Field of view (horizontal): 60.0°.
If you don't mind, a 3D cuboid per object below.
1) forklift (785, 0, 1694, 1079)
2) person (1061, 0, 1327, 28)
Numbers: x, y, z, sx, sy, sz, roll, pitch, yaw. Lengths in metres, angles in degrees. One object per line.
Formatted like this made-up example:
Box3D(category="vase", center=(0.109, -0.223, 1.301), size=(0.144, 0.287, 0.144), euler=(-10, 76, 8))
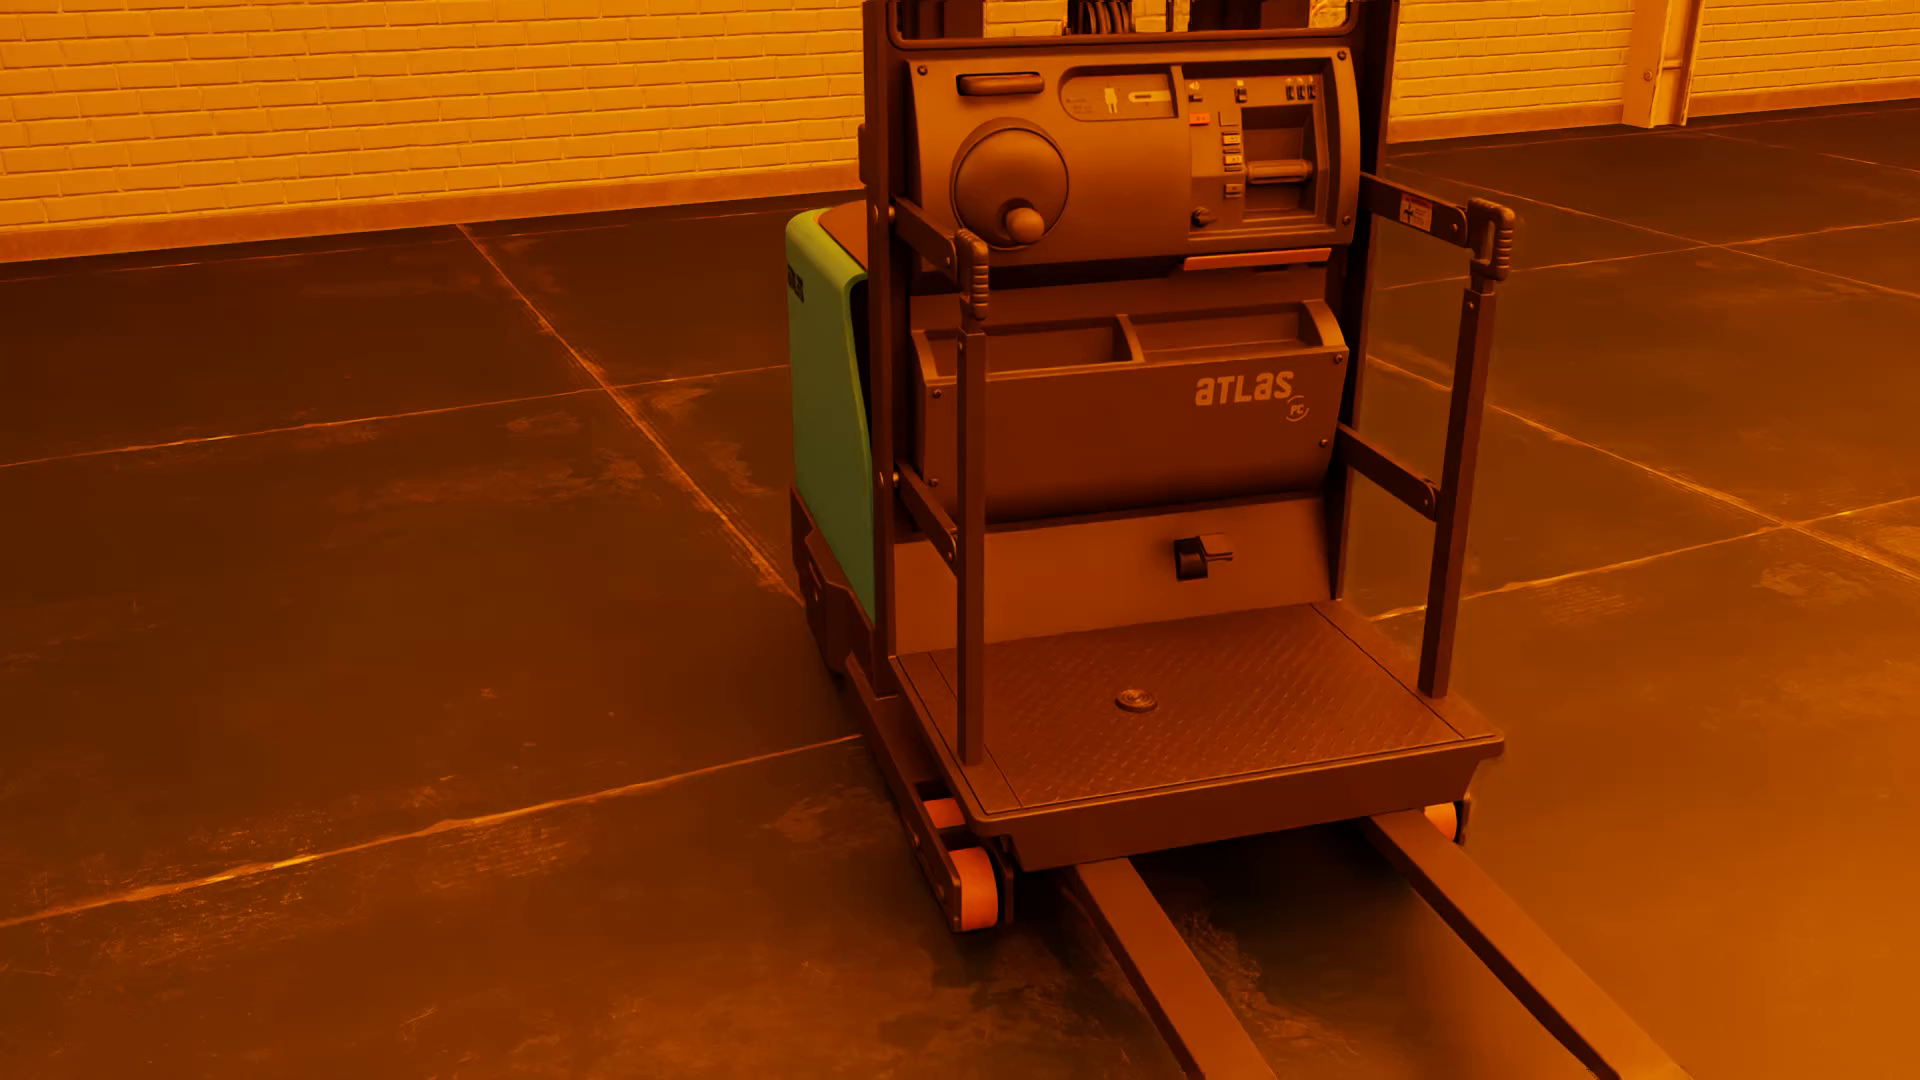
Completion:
Box3D(category="forklift", center=(0.420, -0.754, 3.100), size=(1.130, 2.935, 3.031), euler=(-6, 23, -15))
Box3D(category="person", center=(0.644, -0.917, 5.233), size=(0.818, 1.626, 1.008), euler=(-13, 26, -28))
